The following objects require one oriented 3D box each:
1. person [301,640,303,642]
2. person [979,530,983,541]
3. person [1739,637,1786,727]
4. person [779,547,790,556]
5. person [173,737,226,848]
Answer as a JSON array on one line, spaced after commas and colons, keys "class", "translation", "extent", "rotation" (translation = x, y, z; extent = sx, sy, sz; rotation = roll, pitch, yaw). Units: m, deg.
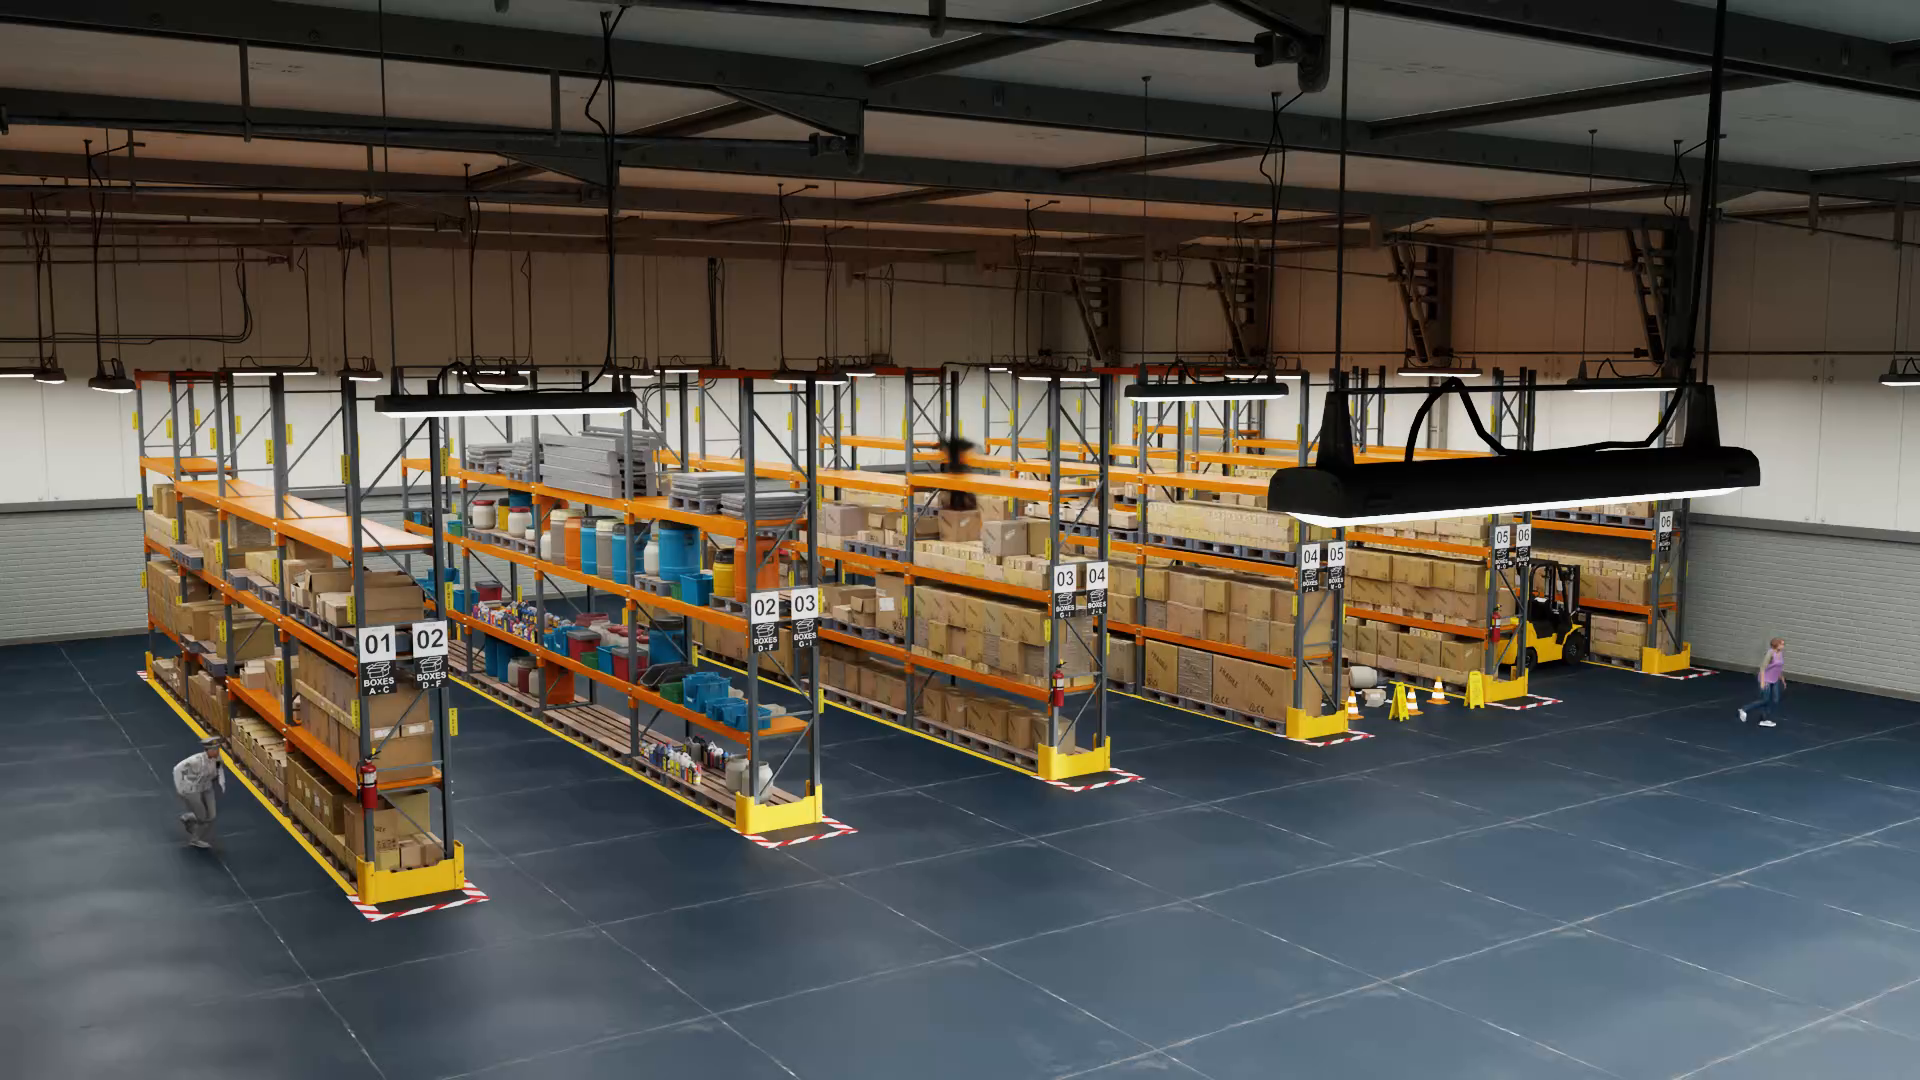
[{"class": "person", "translation": [-12.049, 1.976, 31.080], "extent": [0.692, 1.724, 0.675], "rotation": [-5, 8, -37]}, {"class": "person", "translation": [0.483, 0.235, 45.989], "extent": [0.656, 1.830, 0.866], "rotation": [6, 9, 41]}, {"class": "person", "translation": [13.613, 2.387, 28.188], "extent": [0.610, 1.533, 0.577], "rotation": [-5, 8, -39]}, {"class": "person", "translation": [-4.527, 0.824, 41.317], "extent": [0.640, 1.729, 0.687], "rotation": [-1, 7, -11]}, {"class": "person", "translation": [-9.714, 3.221, 21.195], "extent": [0.818, 1.484, 0.641], "rotation": [4, 8, 33]}]
